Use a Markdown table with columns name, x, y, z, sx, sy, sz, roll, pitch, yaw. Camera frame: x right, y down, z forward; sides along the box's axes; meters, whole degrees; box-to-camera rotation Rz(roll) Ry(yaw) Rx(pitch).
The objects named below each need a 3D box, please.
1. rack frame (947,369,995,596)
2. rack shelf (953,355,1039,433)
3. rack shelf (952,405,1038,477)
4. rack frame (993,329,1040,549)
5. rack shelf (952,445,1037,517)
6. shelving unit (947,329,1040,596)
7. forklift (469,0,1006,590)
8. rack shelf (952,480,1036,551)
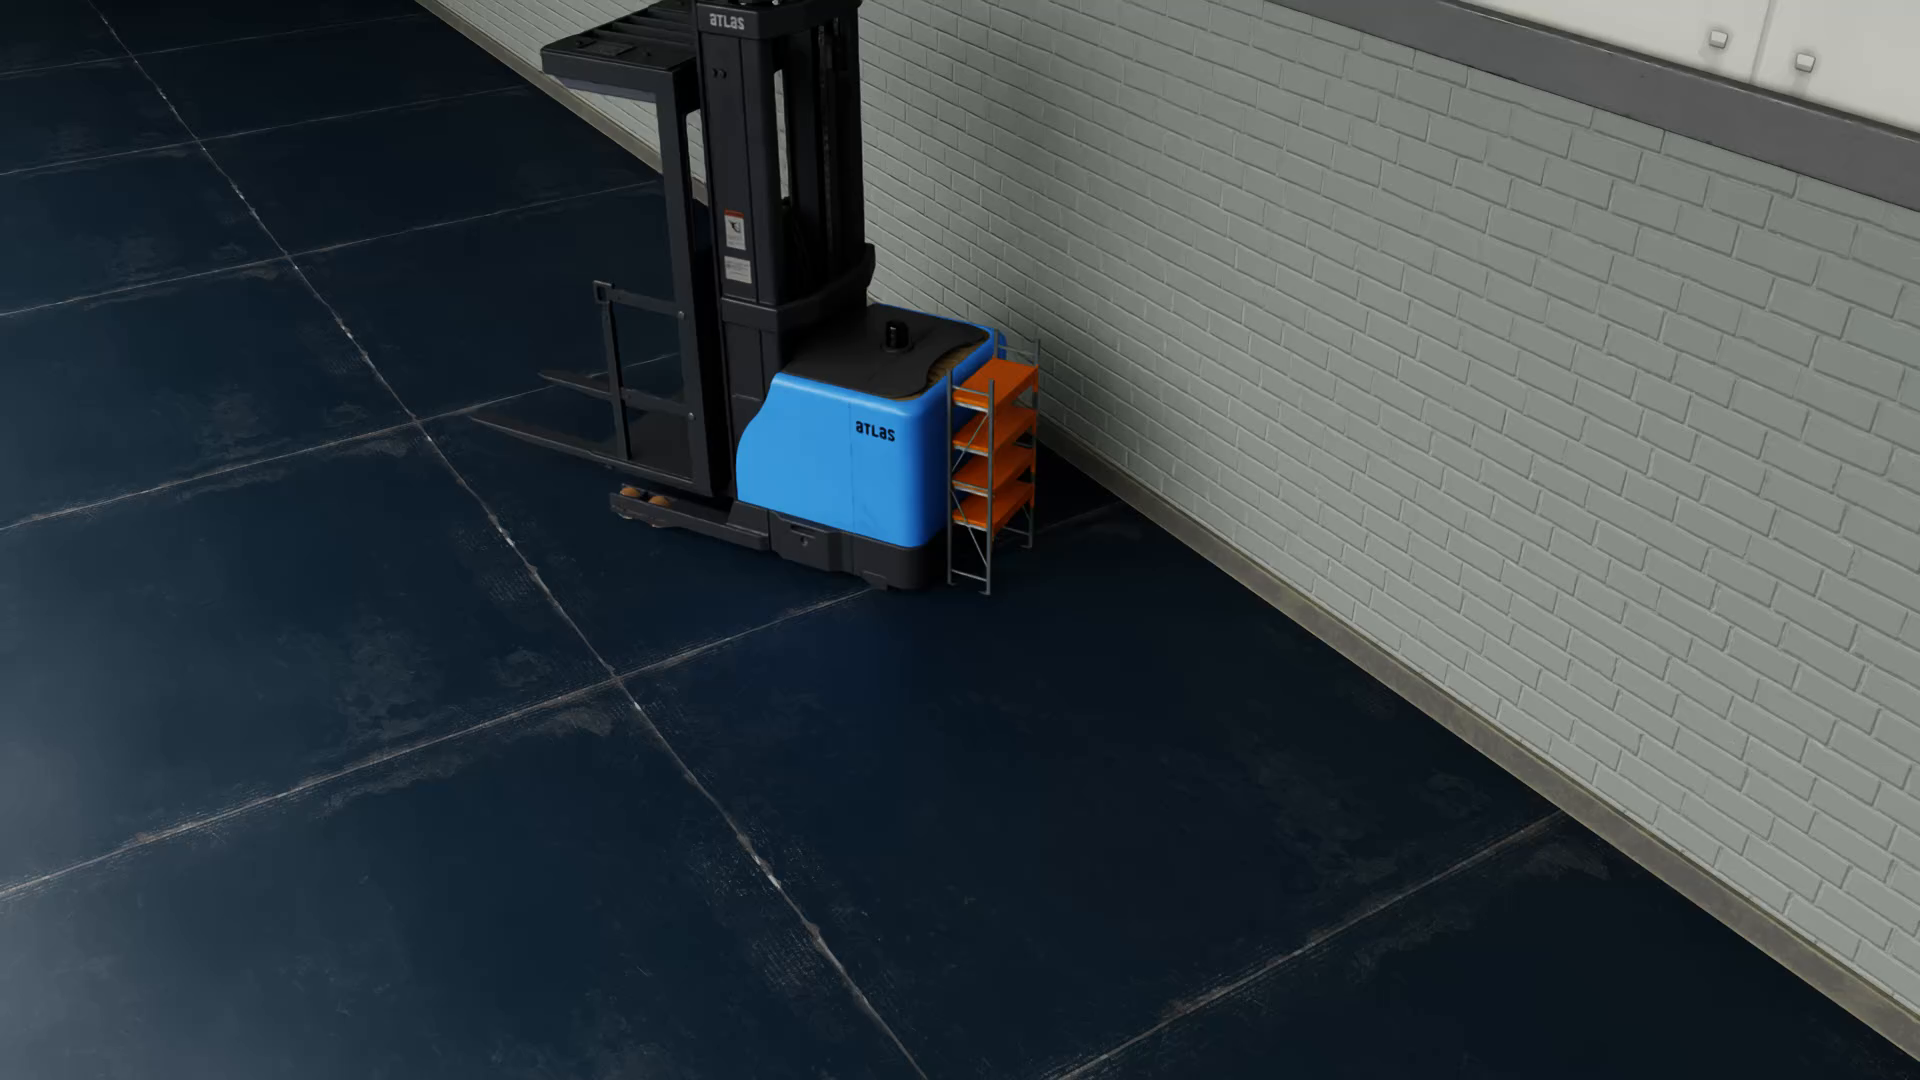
| name | x | y | z | sx | sy | sz | roll | pitch | yaw |
| --- | --- | --- | --- | --- | --- | --- | --- | --- | --- |
| rack frame | 0.048 | -0.261 | 8.038 | 0.240 | 1.200 | 0.015 | 16 | 36 | 23 |
| rack shelf | 0.163 | -0.708 | 8.010 | 0.258 | 0.148 | 0.480 | 16 | 36 | 23 |
| rack shelf | 0.162 | -0.508 | 8.137 | 0.258 | 0.148 | 0.480 | 16 | 36 | 23 |
| rack frame | 0.275 | -0.491 | 8.403 | 0.240 | 1.200 | 0.015 | 16 | 36 | 23 |
| rack shelf | 0.161 | -0.319 | 8.256 | 0.258 | 0.148 | 0.480 | 16 | 36 | 23 |
| shelving unit | 0.161 | -0.376 | 8.220 | 0.258 | 1.200 | 0.503 | 16 | 36 | 23 |
| forklift | -1.297 | -1.535 | 8.436 | 3.031 | 2.935 | 1.130 | 16 | 35 | 23 |
| rack shelf | 0.161 | -0.151 | 8.363 | 0.258 | 0.148 | 0.480 | 16 | 36 | 23 |
